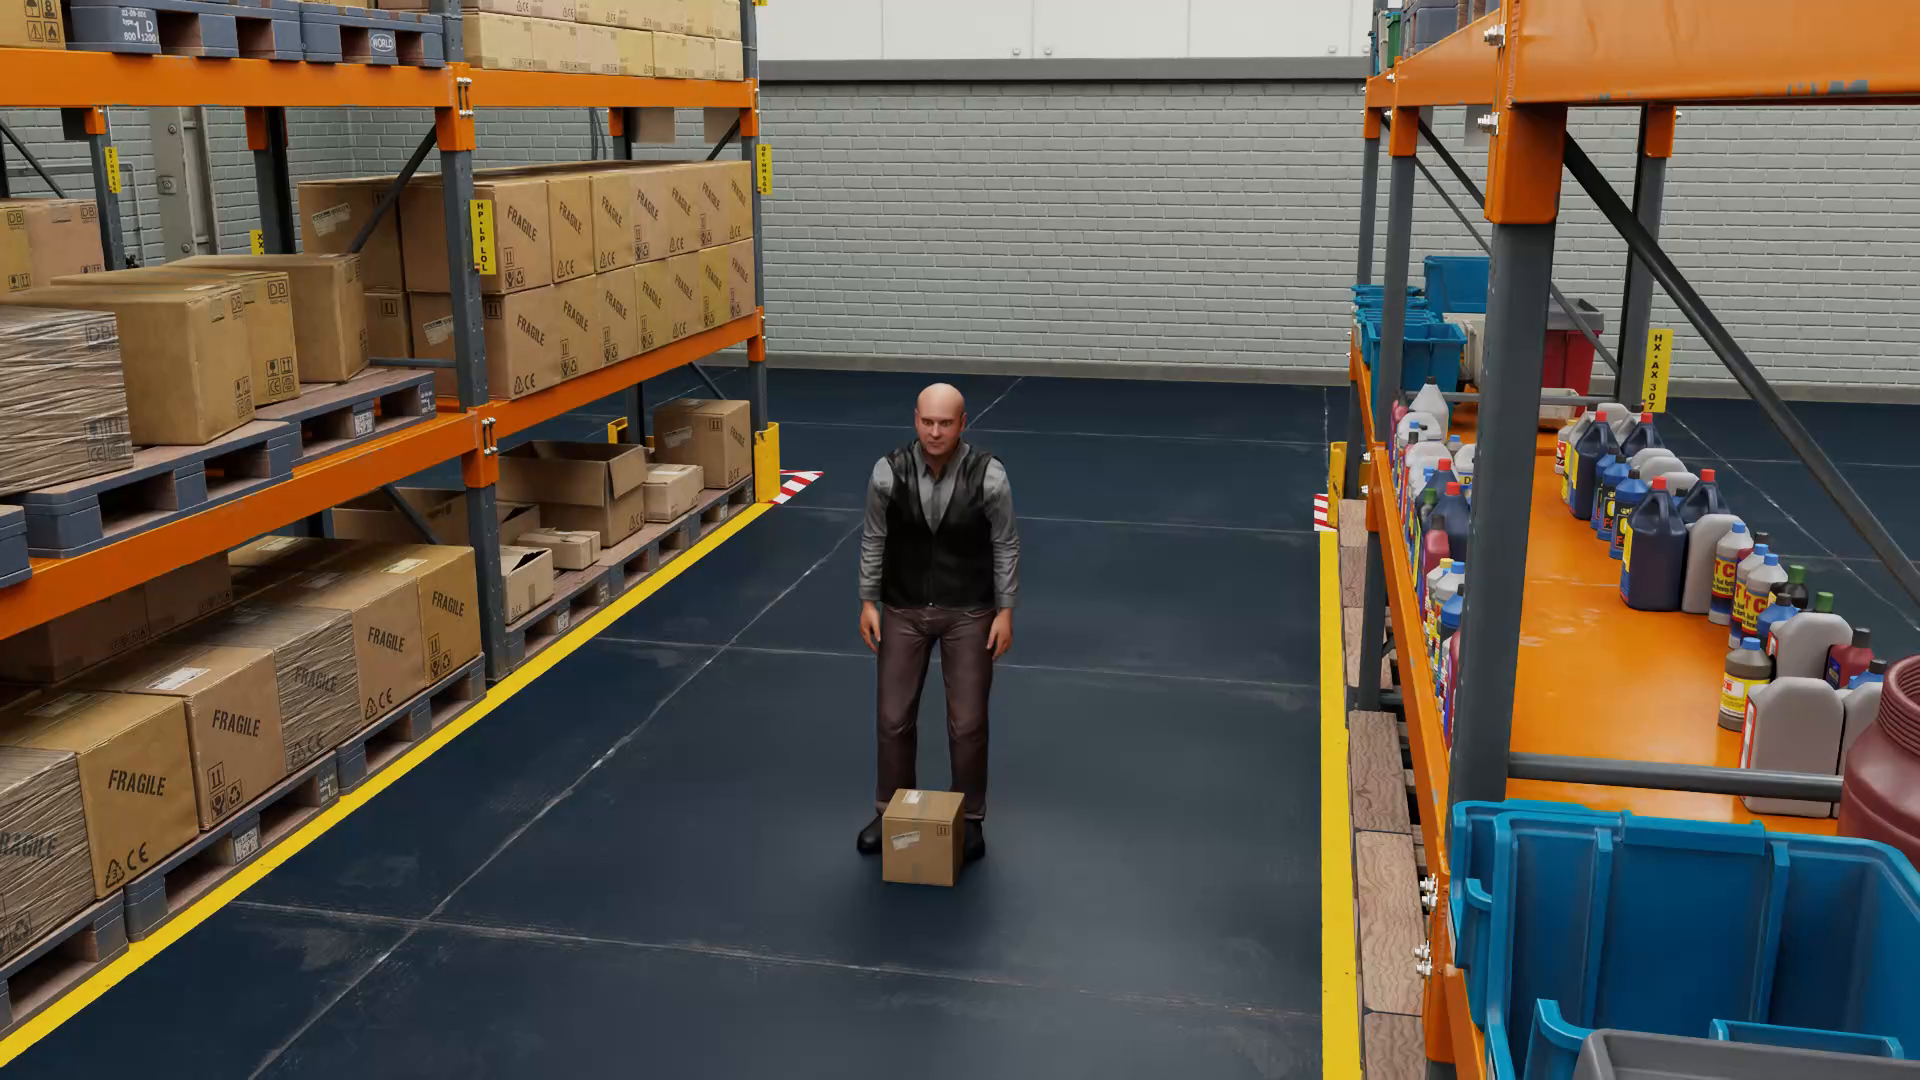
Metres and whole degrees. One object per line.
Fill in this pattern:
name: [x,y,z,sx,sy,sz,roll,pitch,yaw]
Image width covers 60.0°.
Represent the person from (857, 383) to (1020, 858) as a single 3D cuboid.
person: [-0.078,0.278,5.991,0.579,1.719,0.398,2,15,9]
